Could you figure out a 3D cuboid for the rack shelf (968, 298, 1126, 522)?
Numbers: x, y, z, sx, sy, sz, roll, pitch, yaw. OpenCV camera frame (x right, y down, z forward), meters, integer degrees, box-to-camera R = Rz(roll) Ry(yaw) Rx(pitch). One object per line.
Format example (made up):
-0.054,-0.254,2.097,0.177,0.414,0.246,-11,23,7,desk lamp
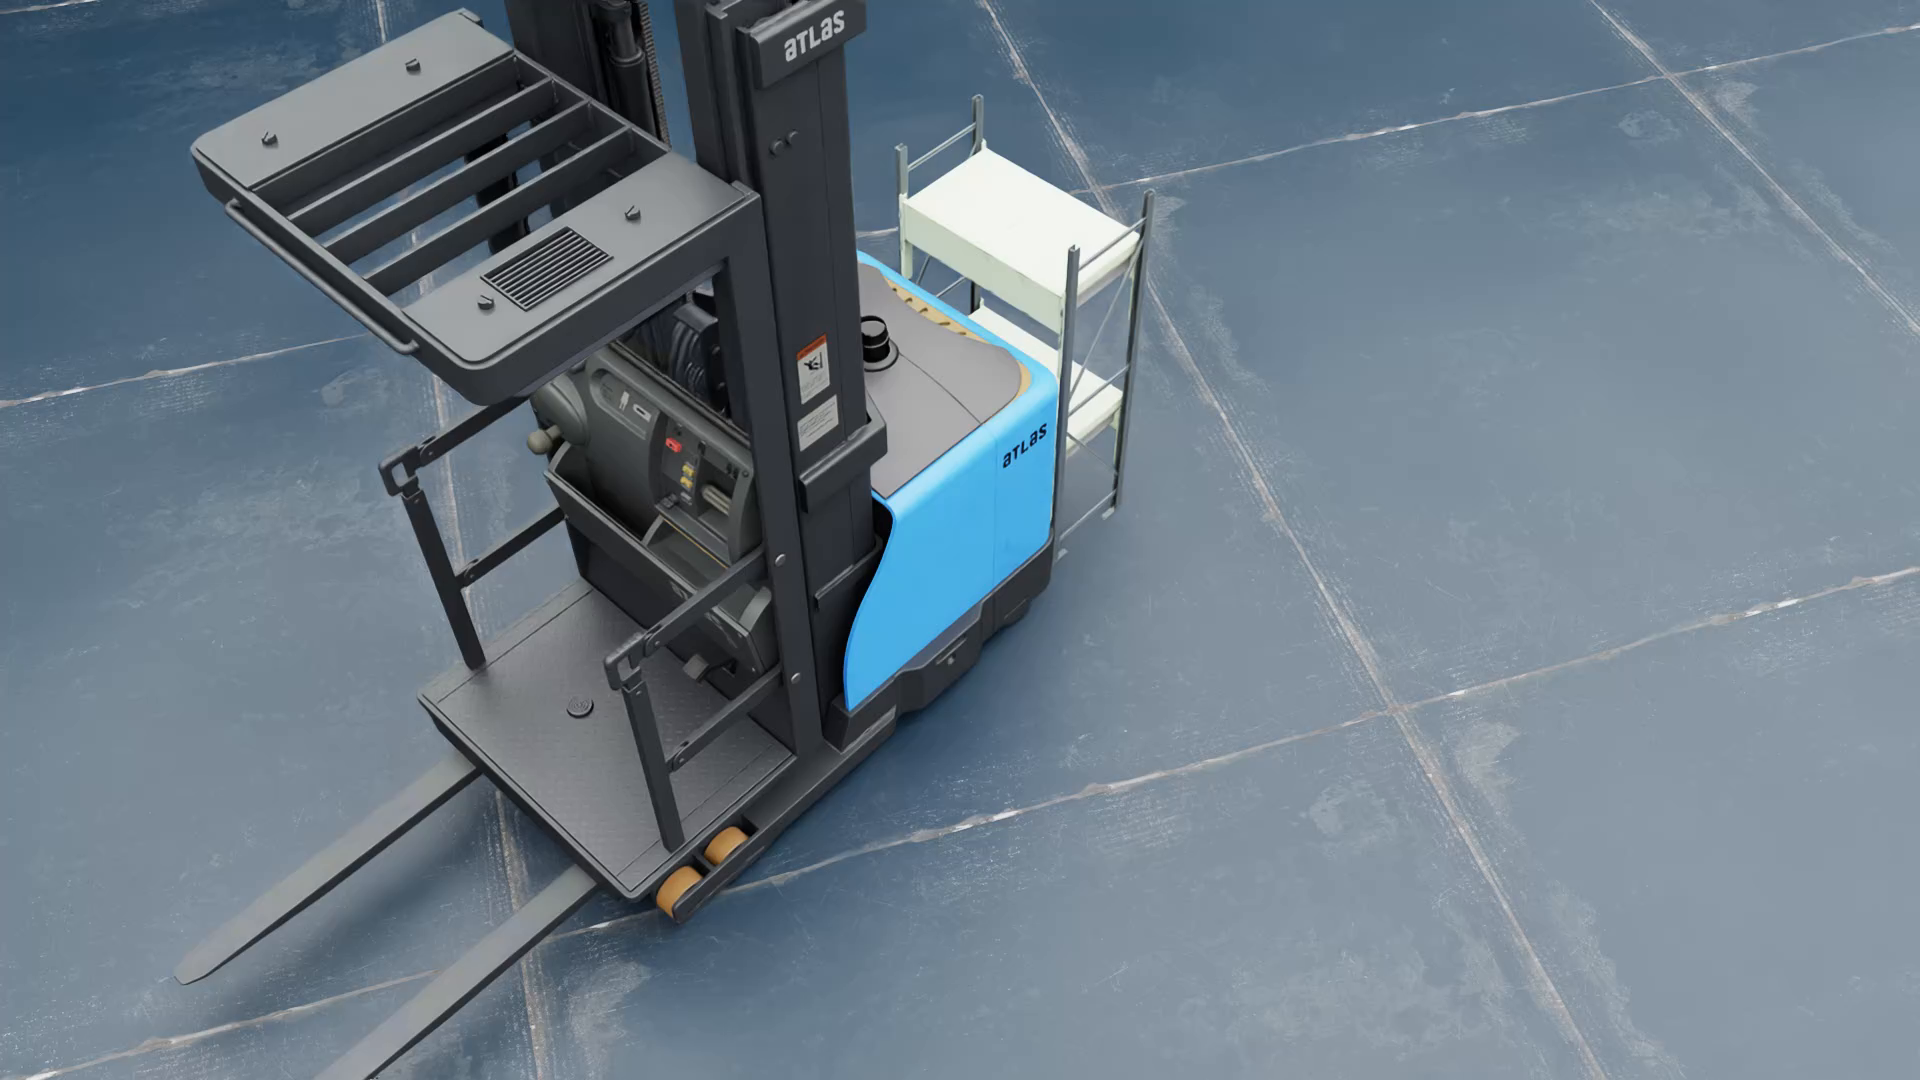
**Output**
0.202,-0.485,6.104,0.720,0.370,0.431,35,58,26,rack shelf

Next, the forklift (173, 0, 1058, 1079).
-1.041,-0.202,4.503,1.130,2.935,3.031,35,58,26,forklift

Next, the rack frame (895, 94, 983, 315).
-0.066,-0.886,6.016,0.023,1.500,0.400,35,58,26,rack frame

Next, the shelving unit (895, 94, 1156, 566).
0.202,-0.695,5.855,0.755,1.500,0.431,35,58,26,shelving unit

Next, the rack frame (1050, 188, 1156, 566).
0.470,-0.505,5.694,0.023,1.500,0.400,35,58,26,rack frame

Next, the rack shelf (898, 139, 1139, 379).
0.202,-0.947,5.557,0.720,0.370,0.431,35,58,26,rack shelf
